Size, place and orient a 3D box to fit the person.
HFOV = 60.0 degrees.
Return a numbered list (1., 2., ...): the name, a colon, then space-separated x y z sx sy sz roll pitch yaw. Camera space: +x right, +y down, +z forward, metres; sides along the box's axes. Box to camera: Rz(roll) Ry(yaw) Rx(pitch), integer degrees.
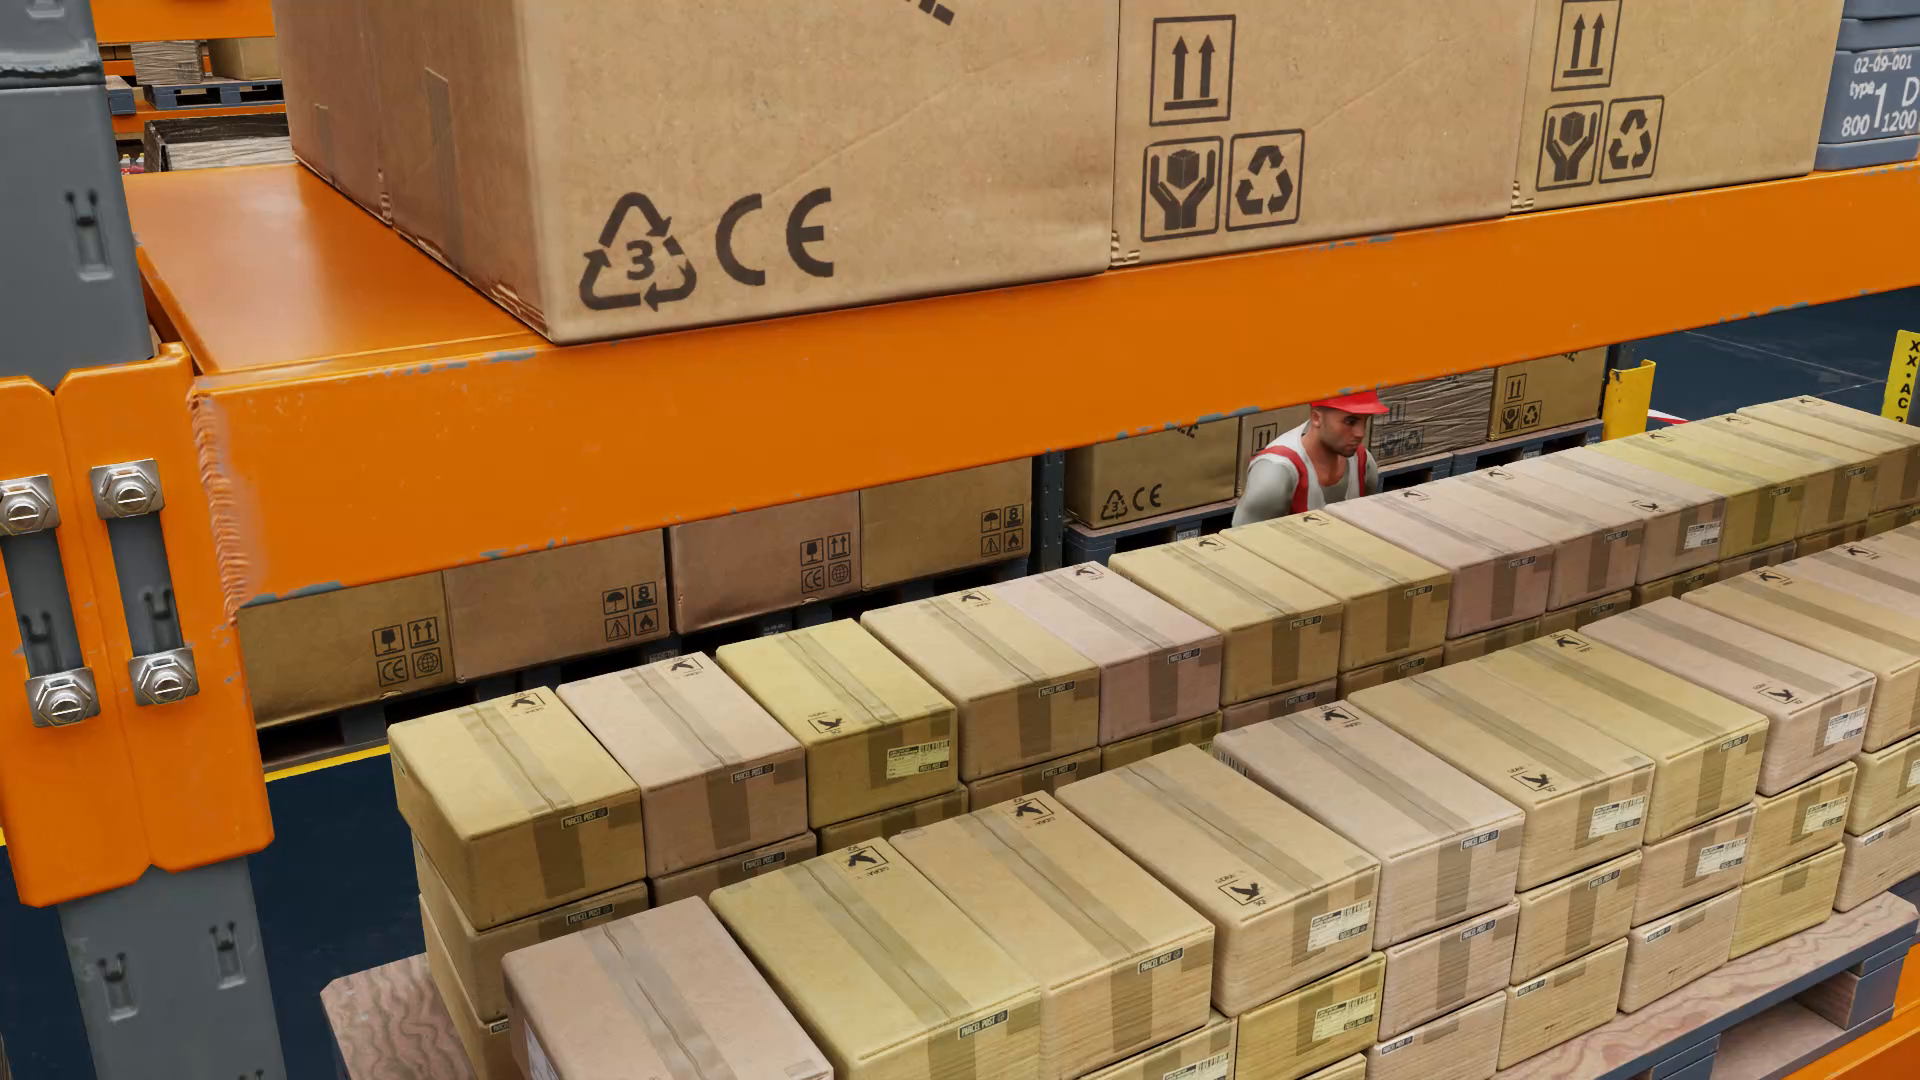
1. person: 1.109 0.272 5.378 0.616 1.778 0.456 -13 25 -29
